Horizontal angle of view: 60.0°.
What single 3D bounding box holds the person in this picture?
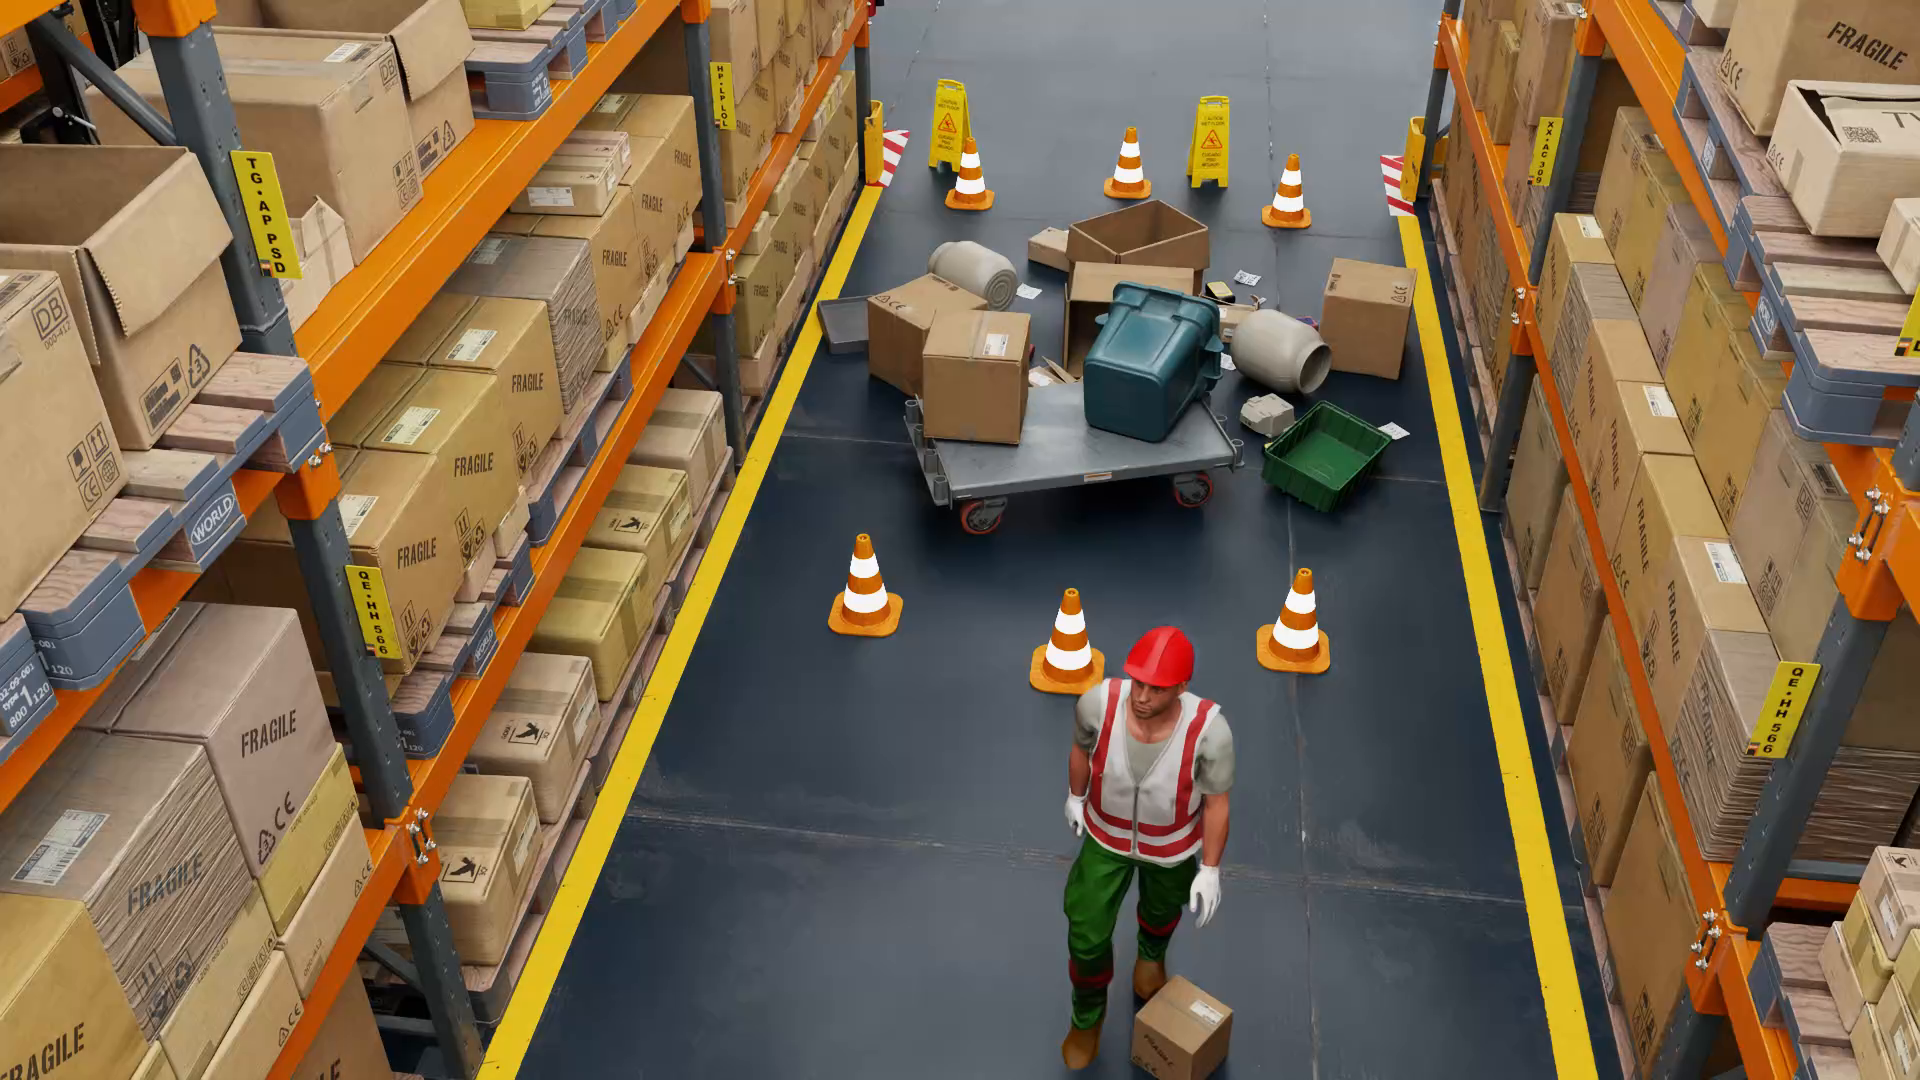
[{"bbox_3d":[0.617,1.025,5.624,0.586,1.849,0.630,9,37,13],"label":"person"}]
